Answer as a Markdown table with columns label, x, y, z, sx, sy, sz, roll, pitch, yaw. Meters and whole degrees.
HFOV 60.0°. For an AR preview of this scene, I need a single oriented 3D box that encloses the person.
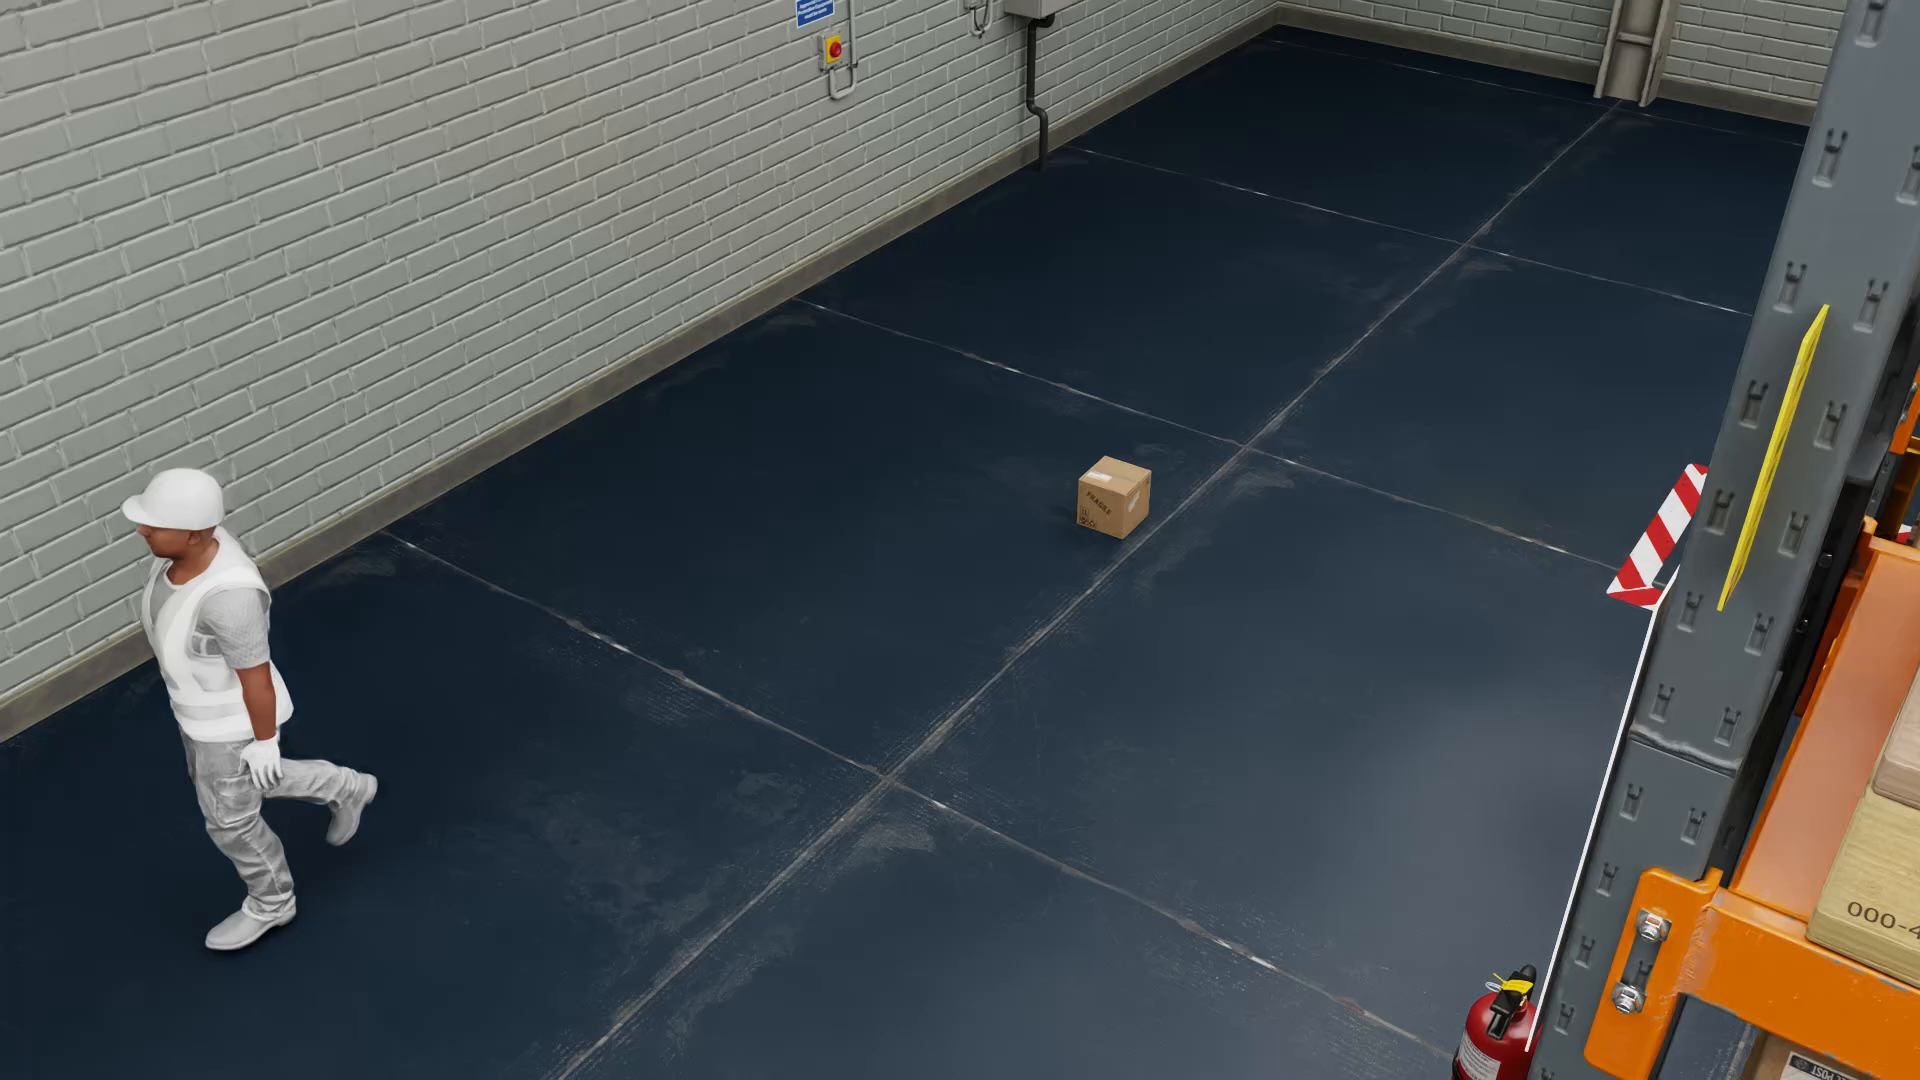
| label | x | y | z | sx | sy | sz | roll | pitch | yaw |
| --- | --- | --- | --- | --- | --- | --- | --- | --- | --- |
| person | -2.326 | 0.247 | 5.130 | 0.347 | 1.081 | 0.548 | -22 | 40 | -29 |
